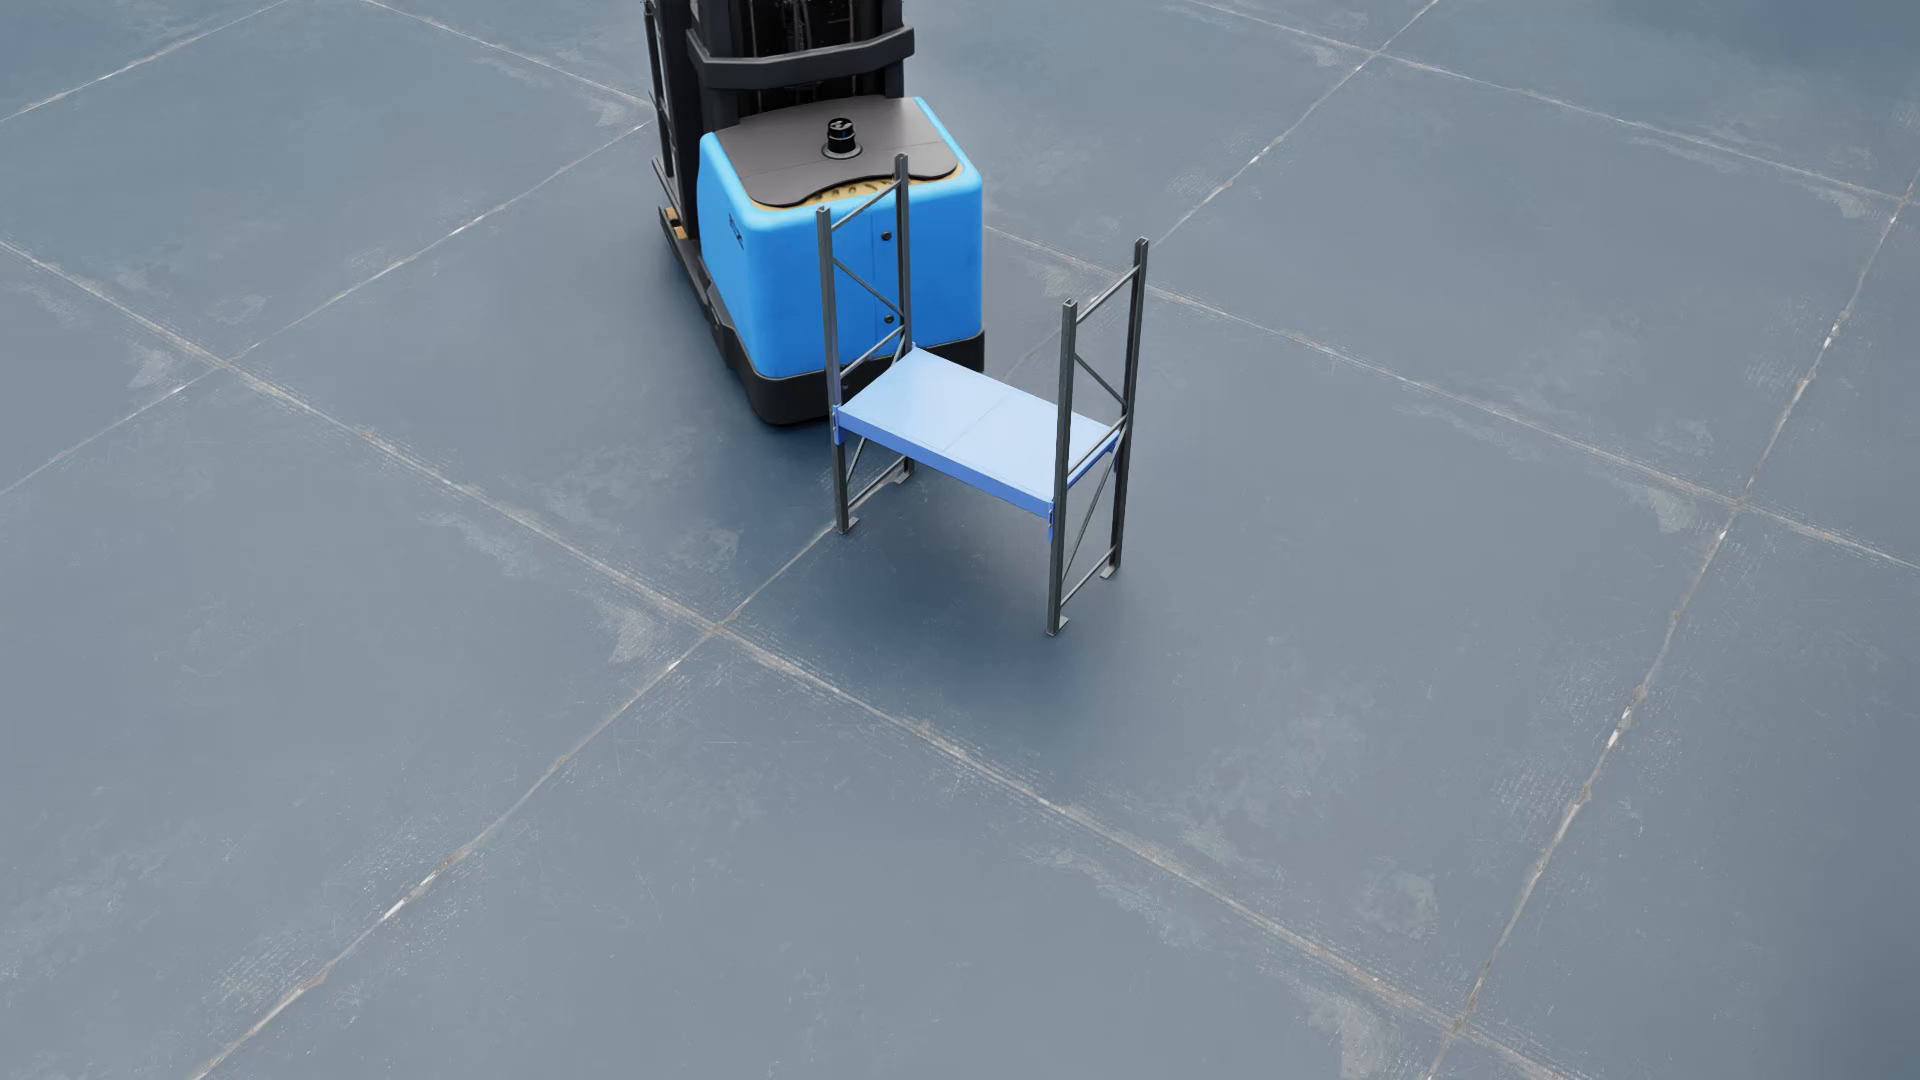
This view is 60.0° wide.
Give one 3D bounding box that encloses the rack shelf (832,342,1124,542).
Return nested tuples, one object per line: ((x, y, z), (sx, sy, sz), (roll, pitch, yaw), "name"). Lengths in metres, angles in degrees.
((0.070, -0.392, 6.333), (1.000, 0.185, 0.538), (25, 48, 25), "rack shelf")

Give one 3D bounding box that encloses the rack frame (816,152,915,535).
((-0.346, -0.721, 6.431), (0.032, 1.500, 0.500), (25, 48, 25), "rack frame")

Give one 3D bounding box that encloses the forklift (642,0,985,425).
((-0.881, -2.585, 7.441), (1.130, 2.935, 3.031), (-14, 44, -15), "forklift")

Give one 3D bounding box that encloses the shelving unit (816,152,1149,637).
((0.070, -0.526, 6.213), (1.048, 1.500, 0.538), (25, 48, 25), "shelving unit")

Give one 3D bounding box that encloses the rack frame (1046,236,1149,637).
((0.486, -0.332, 5.996), (0.032, 1.500, 0.500), (25, 48, 25), "rack frame")
